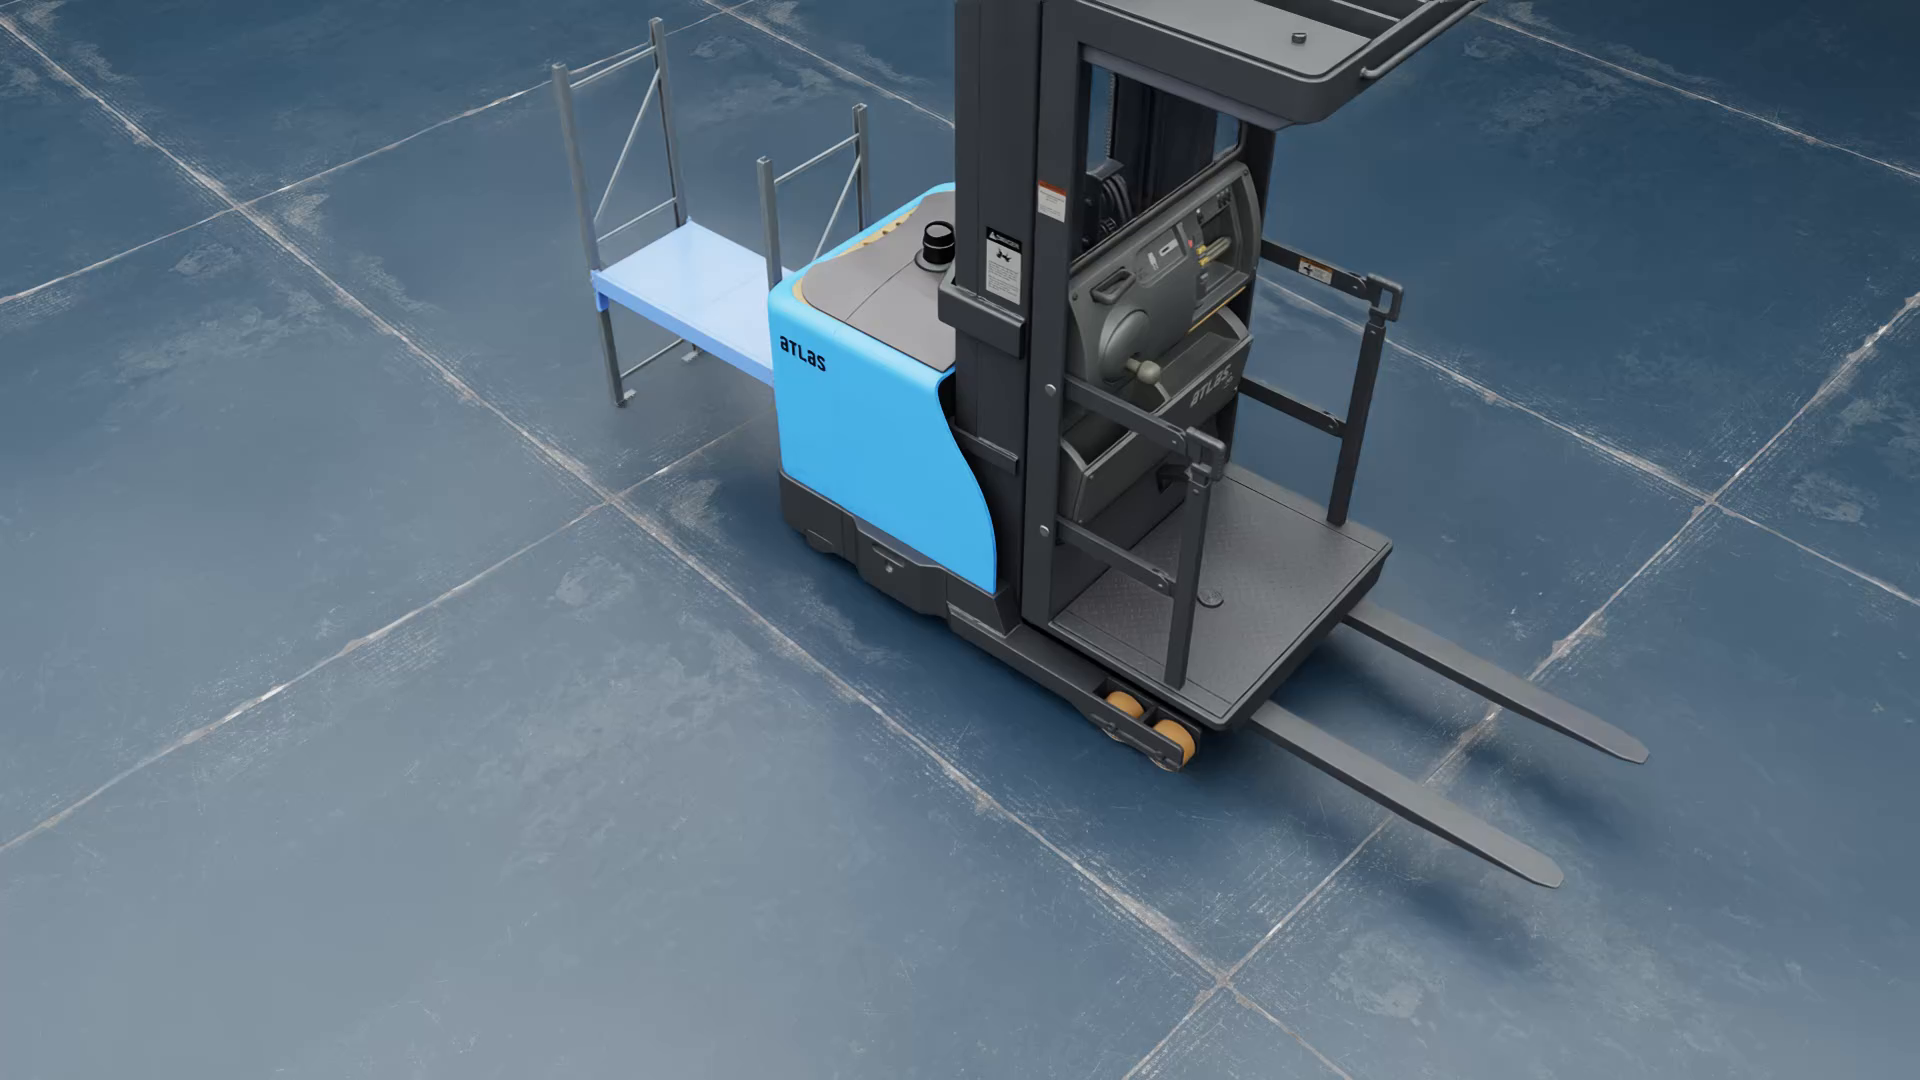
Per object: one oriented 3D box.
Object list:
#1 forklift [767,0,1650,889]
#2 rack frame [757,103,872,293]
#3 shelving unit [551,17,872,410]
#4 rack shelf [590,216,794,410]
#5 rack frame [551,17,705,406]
[{"bbox_3d":[0.787,-0.733,4.884,3.031,2.935,1.130,30,50,28],"label":"forklift"},{"bbox_3d":[-0.485,-0.796,6.006,0.032,1.500,0.500,30,50,28],"label":"rack frame"},{"bbox_3d":[-0.875,-1.017,6.245,1.048,1.500,0.538,30,50,28],"label":"shelving unit"},{"bbox_3d":[-0.875,-0.885,6.367,1.000,0.185,0.538,30,50,28],"label":"rack shelf"},{"bbox_3d":[-1.265,-1.238,6.485,0.032,1.500,0.500,30,50,28],"label":"rack frame"}]
